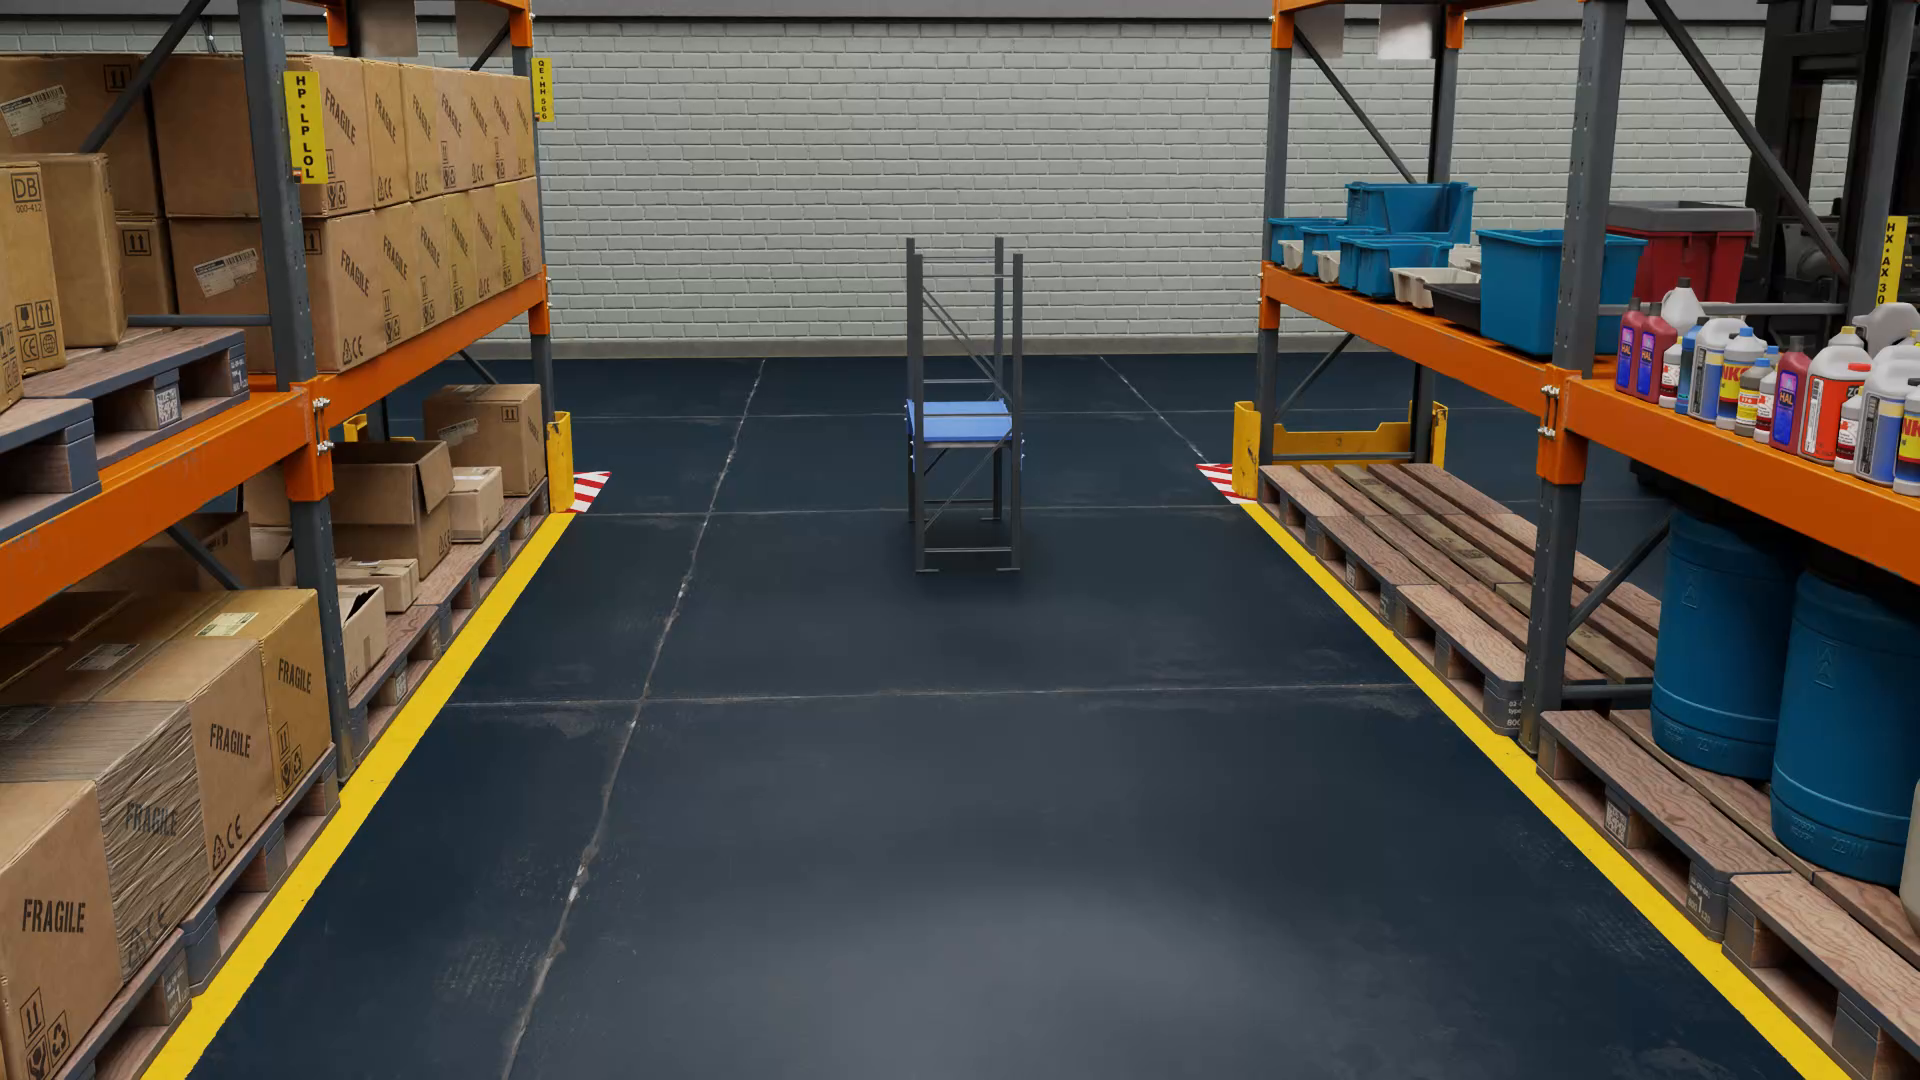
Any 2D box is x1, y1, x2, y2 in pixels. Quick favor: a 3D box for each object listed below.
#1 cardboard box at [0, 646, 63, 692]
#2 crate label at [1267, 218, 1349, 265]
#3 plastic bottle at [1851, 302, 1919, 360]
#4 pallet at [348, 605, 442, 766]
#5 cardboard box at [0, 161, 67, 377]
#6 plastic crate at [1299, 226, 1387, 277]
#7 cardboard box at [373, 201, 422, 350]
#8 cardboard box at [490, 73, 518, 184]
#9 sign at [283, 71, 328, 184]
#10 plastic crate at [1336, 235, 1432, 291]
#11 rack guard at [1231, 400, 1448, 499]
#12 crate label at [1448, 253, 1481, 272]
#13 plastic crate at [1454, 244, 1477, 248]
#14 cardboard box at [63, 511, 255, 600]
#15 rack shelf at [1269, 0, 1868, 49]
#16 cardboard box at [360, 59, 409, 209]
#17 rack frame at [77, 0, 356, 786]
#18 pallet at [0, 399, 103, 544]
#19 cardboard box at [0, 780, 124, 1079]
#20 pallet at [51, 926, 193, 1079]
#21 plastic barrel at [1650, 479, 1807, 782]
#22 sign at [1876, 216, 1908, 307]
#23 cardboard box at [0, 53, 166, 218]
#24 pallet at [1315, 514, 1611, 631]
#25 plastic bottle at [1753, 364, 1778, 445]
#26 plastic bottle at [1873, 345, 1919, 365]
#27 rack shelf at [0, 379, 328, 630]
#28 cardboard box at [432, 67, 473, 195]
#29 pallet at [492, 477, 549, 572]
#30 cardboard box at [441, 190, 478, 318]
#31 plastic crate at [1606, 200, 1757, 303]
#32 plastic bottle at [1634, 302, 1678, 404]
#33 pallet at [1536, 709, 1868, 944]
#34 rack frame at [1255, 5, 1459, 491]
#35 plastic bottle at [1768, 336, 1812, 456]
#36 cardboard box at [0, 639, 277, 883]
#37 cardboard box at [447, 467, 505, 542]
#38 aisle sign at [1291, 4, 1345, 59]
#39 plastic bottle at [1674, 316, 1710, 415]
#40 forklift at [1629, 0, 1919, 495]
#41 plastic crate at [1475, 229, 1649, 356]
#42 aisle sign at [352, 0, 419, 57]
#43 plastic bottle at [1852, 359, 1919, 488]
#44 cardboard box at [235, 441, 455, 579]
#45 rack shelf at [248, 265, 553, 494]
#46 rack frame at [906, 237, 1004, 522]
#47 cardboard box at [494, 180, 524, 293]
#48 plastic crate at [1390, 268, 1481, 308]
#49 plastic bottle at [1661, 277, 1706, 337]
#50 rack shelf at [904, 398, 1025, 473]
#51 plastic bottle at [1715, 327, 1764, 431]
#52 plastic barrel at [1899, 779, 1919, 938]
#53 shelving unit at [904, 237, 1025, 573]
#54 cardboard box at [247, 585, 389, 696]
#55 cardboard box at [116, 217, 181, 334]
[{"bbox_3d":[-2.676,0.593,4.334,0.500,0.500,0.500,-1,14,-3],"label":"cardboard box"},{"bbox_3d":[1.876,-1.612,8.989,0.416,0.233,0.303,-1,14,-3],"label":"crate label"},{"bbox_3d":[2.784,-0.583,5.022,0.152,0.276,0.135,-1,14,-3],"label":"plastic bottle"},{"bbox_3d":[-2.549,0.519,6.086,1.003,0.211,1.213,-1,14,-3],"label":"pallet"},{"bbox_3d":[-2.595,-0.621,3.877,0.700,0.500,0.500,1,14,5],"label":"cardboard box"},{"bbox_3d":[1.917,-1.449,8.353,0.416,0.233,0.300,-1,14,-3],"label":"plastic crate"},{"bbox_3d":[-2.301,-0.967,6.065,0.500,0.500,0.500,-1,14,-2],"label":"cardboard box"},{"bbox_3d":[-2.421,-1.956,7.902,0.500,0.500,0.500,0,14,-2],"label":"cardboard box"},{"bbox_3d":[-1.953,-1.231,4.967,0.100,0.325,0.005,-1,14,-3],"label":"sign"},{"bbox_3d":[1.958,-1.285,7.716,0.416,0.233,0.300,-1,14,-3],"label":"plastic crate"},{"bbox_3d":[2.175,-0.526,9.568,1.175,0.500,0.348,-1,14,-3],"label":"rack guard"},{"bbox_3d":[2.466,-1.291,7.933,0.396,0.136,0.243,-1,14,-3],"label":"crate label"},{"bbox_3d":[2.421,-1.432,8.482,0.396,0.136,0.243,-1,14,-3],"label":"plastic crate"},{"bbox_3d":[-2.825,0.200,5.865,0.500,0.500,0.500,-1,14,-3],"label":"cardboard box"},{"bbox_3d":[2.313,-2.338,7.017,1.077,0.370,4.000,-1,14,-3],"label":"rack shelf"},{"bbox_3d":[-2.288,-1.443,5.908,0.500,0.500,0.500,-1,14,-5],"label":"cardboard box"},{"bbox_3d":[-2.507,-0.661,5.074,1.000,3.000,0.127,-1,14,-3],"label":"rack frame"},{"bbox_3d":[-2.384,-0.056,3.111,1.003,0.211,1.213,-1,14,-3],"label":"pallet"},{"bbox_3d":[-2.104,0.829,3.417,0.500,0.500,0.500,-1,14,-5],"label":"cardboard box"},{"bbox_3d":[-2.340,1.196,3.456,1.003,0.211,1.213,-1,14,-3],"label":"pallet"},{"bbox_3d":[2.454,0.212,5.050,0.600,0.901,0.708,-1,14,-3],"label":"plastic barrel"},{"bbox_3d":[2.986,-0.878,5.365,0.100,0.325,0.005,-1,14,-3],"label":"sign"},{"bbox_3d":[-2.797,-1.315,5.410,0.500,0.500,0.500,-1,14,-3],"label":"cardboard box"},{"bbox_3d":[2.274,0.128,7.606,1.003,0.211,1.213,-1,14,-3],"label":"pallet"},{"bbox_3d":[2.100,-0.350,4.267,0.097,0.201,0.097,0,14,0],"label":"plastic bottle"},{"bbox_3d":[2.295,-0.327,4.027,0.152,0.276,0.135,-1,14,-3],"label":"plastic bottle"},{"bbox_3d":[-2.383,0.185,3.231,1.077,0.370,4.000,-1,14,-3],"label":"rack shelf"},{"bbox_3d":[-2.352,-1.699,6.904,0.500,0.500,0.500,0,14,-2],"label":"cardboard box"},{"bbox_3d":[-2.700,-0.088,8.444,1.003,0.211,1.213,-1,14,-3],"label":"pallet"},{"bbox_3d":[-2.363,-1.218,7.041,0.500,0.500,0.500,-1,14,-4],"label":"cardboard box"},{"bbox_3d":[2.632,-1.022,6.230,0.402,0.464,0.583,-1,14,-3],"label":"plastic crate"},{"bbox_3d":[2.042,-0.549,4.873,0.061,0.283,0.133,-1,14,-3],"label":"plastic bottle"},{"bbox_3d":[2.443,0.807,4.967,1.003,0.211,1.213,-1,14,-3],"label":"pallet"},{"bbox_3d":[2.189,-1.731,9.234,1.000,3.000,0.127,-1,14,-3],"label":"rack frame"},{"bbox_3d":[2.089,-0.361,4.144,0.061,0.283,0.133,-1,14,-3],"label":"plastic bottle"},{"bbox_3d":[-2.168,0.578,4.393,0.500,0.500,0.500,-1,14,-3],"label":"cardboard box"},{"bbox_3d":[-2.446,-0.169,7.798,0.500,0.250,0.500,-1,14,-3],"label":"cardboard box"},{"bbox_3d":[1.888,-3.003,8.962,0.394,0.787,0.004,-1,14,-3],"label":"aisle sign"},{"bbox_3d":[2.074,-0.490,4.670,0.097,0.271,0.097,0,14,0],"label":"plastic bottle"},{"bbox_3d":[4.586,-1.410,8.123,1.130,2.935,3.031,-1,14,-4],"label":"forklift"},{"bbox_3d":[2.068,-0.868,5.793,0.392,0.384,0.575,-1,14,-3],"label":"plastic crate"},{"bbox_3d":[-3.052,-2.927,8.665,0.394,0.787,0.004,-1,14,-3],"label":"aisle sign"},{"bbox_3d":[2.157,-0.267,3.794,0.152,0.276,0.135,-1,14,-3],"label":"plastic bottle"},{"bbox_3d":[-2.628,-0.132,7.146,0.797,0.503,0.637,-1,14,-3],"label":"cardboard box"},{"bbox_3d":[-2.631,-0.810,7.097,1.077,0.370,4.000,-1,14,-3],"label":"rack shelf"},{"bbox_3d":[-0.026,-0.832,8.748,0.500,1.500,0.032,-1,14,-3],"label":"rack frame"},{"bbox_3d":[-2.420,-1.468,8.010,0.500,0.500,0.500,-1,14,-3],"label":"cardboard box"},{"bbox_3d":[2.029,-1.066,7.058,0.293,0.136,0.466,-1,14,-3],"label":"plastic crate"},{"bbox_3d":[2.138,-0.610,4.975,0.144,0.351,0.185,-1,14,-3],"label":"plastic bottle"},{"bbox_3d":[0.005,-0.531,8.302,0.538,0.185,1.000,-1,14,-3],"label":"rack shelf"},{"bbox_3d":[2.088,-0.433,4.446,0.097,0.271,0.097,0,14,0],"label":"plastic bottle"},{"bbox_3d":[2.443,0.719,3.863,0.421,0.512,0.421,0,14,0],"label":"plastic barrel"},{"bbox_3d":[0.005,-0.705,8.257,0.538,1.500,1.048,-1,14,-3],"label":"shelving unit"},{"bbox_3d":[-2.317,0.321,5.773,0.500,0.311,0.500,-1,14,-3],"label":"cardboard box"},{"bbox_3d":[-2.794,-0.829,5.530,0.500,0.500,0.500,-1,14,-3],"label":"cardboard box"}]
